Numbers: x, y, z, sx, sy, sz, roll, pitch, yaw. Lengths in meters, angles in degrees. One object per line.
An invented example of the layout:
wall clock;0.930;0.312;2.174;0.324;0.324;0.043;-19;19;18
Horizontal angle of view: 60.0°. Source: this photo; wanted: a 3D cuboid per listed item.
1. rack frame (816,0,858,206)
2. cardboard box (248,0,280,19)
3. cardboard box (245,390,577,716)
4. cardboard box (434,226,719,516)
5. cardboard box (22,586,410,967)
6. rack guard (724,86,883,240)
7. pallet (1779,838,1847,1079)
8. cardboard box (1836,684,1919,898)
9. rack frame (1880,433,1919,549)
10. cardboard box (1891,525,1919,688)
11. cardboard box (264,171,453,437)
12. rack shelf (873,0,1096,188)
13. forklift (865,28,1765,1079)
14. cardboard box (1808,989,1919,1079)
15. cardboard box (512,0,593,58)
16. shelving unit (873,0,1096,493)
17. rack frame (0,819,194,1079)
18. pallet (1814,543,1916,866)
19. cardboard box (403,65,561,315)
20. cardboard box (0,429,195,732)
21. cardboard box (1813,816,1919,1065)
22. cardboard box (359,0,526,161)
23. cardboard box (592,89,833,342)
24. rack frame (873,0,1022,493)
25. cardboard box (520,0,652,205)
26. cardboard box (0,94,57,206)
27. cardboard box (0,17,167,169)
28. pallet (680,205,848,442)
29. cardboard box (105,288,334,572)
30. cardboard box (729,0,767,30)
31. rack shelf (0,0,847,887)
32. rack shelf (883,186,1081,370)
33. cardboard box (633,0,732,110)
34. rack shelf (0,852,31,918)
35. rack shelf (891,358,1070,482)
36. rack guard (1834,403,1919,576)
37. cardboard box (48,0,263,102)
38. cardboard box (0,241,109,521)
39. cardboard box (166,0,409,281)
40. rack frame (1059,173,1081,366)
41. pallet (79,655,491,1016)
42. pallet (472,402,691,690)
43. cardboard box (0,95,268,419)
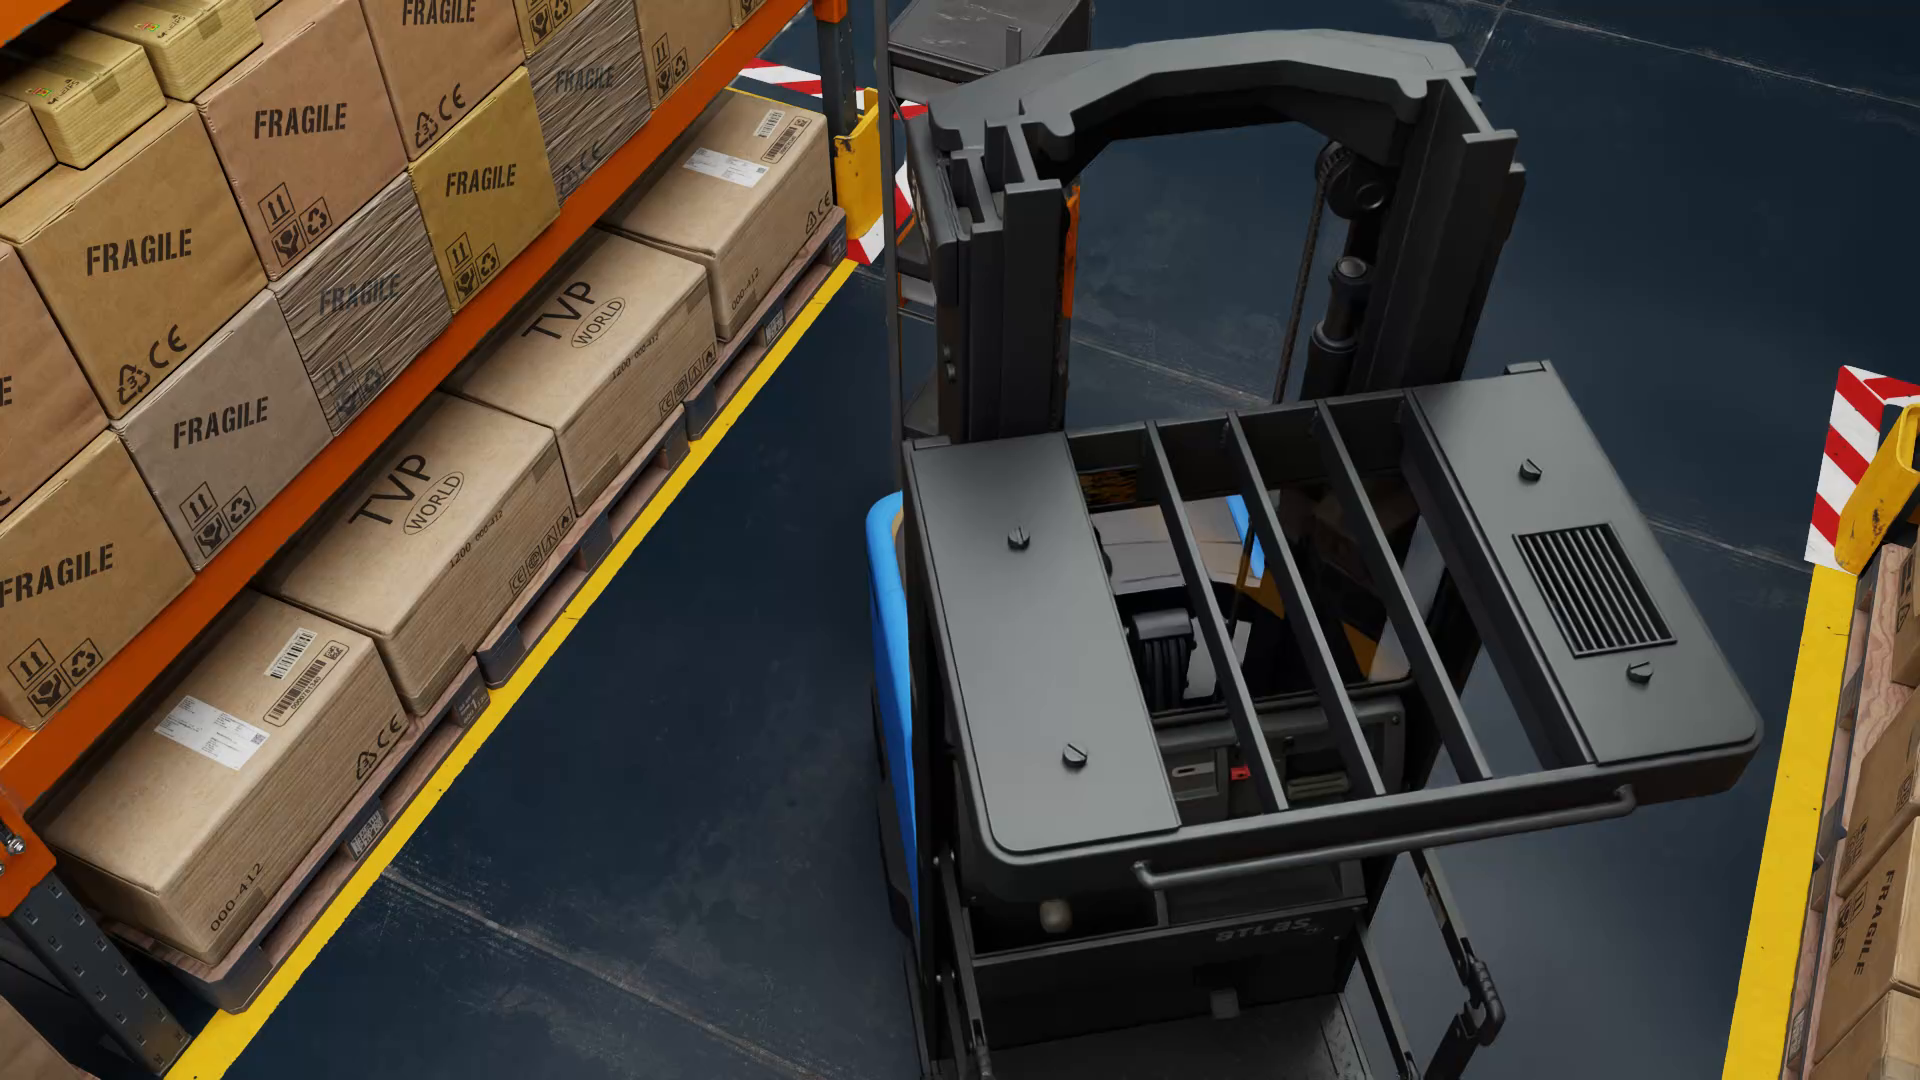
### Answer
rack frame;-0.880;-2.472;5.884;1.000;3.000;0.127;20;52;16
cardboard box;-1.719;-1.313;3.750;0.380;0.149;0.250;20;52;16
cardboard box;-1.842;-0.037;5.219;0.875;0.438;0.875;18;52;15
cardboard box;-1.455;-0.658;5.747;0.875;0.438;0.875;21;53;17
cardboard box;-2.224;0.579;4.694;0.875;0.438;0.875;19;52;16
rack guard;-0.870;-1.678;6.850;1.175;0.500;0.348;20;52;16
pallet;2.714;1.483;4.350;1.003;0.211;1.213;20;52;16
cardboard box;2.862;0.781;4.482;0.700;0.500;0.500;22;53;18
rack frame;3.609;-0.859;4.512;1.000;3.000;0.127;20;52;16
cardboard box;3.262;0.204;4.970;0.797;0.503;0.637;18;52;15
cardboard box;-1.715;-0.673;4.288;0.500;0.500;0.500;20;53;16
rack shelf;0.071;-1.239;4.525;0.431;0.518;0.480;20;52;16
forklift;0.492;0.669;3.257;1.130;2.935;3.031;-8;50;-6
cardboard box;2.418;1.496;3.873;0.700;0.500;0.500;18;52;15
cardboard box;-1.282;-1.710;4.513;0.500;0.500;0.500;20;52;16
shelving unit;0.071;-0.794;5.047;0.431;2.100;0.503;20;52;16
rack frame;-2.589;0.282;3.540;1.000;3.000;0.127;20;52;16
pallet;3.237;0.646;5.062;1.003;0.211;1.213;20;52;16
cardboard box;-1.495;-1.028;4.590;0.500;0.500;0.500;21;53;17
cardboard box;-2.152;0.012;3.704;0.500;0.500;0.500;21;53;17
cardboard box;2.545;1.112;4.200;0.500;0.500;0.500;21;53;17
cardboard box;-1.499;-1.364;4.219;0.500;0.500;0.500;19;52;16
cardboard box;-1.072;-1.291;6.285;0.875;0.438;0.875;18;52;15
rack frame;-0.034;-0.626;4.904;0.400;2.100;0.015;20;52;16
cardboard box;-1.286;-1.388;4.896;0.500;0.500;0.500;21;53;17
cardboard box;-2.054;-0.789;3.303;0.380;0.149;0.250;19;52;16
cardboard box;-1.892;-0.940;3.432;0.380;0.149;0.250;19;52;16
pallet;-1.151;-0.992;6.456;1.003;0.211;1.213;20;52;16
cardboard box;-1.933;-0.333;3.998;0.500;0.500;0.500;20;53;16
cardboard box;-0.847;-2.086;5.490;0.500;0.500;0.500;20;53;16
rack shelf;-1.735;-0.862;4.986;1.077;0.370;4.000;20;52;16
rack shelf;0.071;-0.786;5.058;0.431;0.518;0.480;20;52;16
cardboard box;-1.075;-1.745;5.200;0.500;0.500;0.500;19;52;15
rack shelf;-3.444;1.893;2.642;1.077;0.370;4.000;20;52;16
rack shelf;0.071;-0.332;5.591;0.431;0.518;0.480;20;52;16
rack guard;3.577;0.003;5.419;1.175;0.500;0.348;20;52;16
cardboard box;-1.753;-1.113;3.580;0.380;0.149;0.250;18;52;15
cardboard box;-2.167;-0.323;3.333;0.500;0.500;0.500;20;53;16
cardboard box;-1.716;-1.018;3.924;0.500;0.500;0.500;21;53;17
rack frame;0.175;-0.962;5.190;0.400;2.100;0.015;20;52;16
pallet;-2.194;0.688;5.026;1.003;0.211;1.213;20;52;16
pallet;-1.674;-0.155;5.743;1.003;0.211;1.213;20;52;16
cardboard box;-1.946;-0.669;3.627;0.500;0.500;0.500;19;52;16
